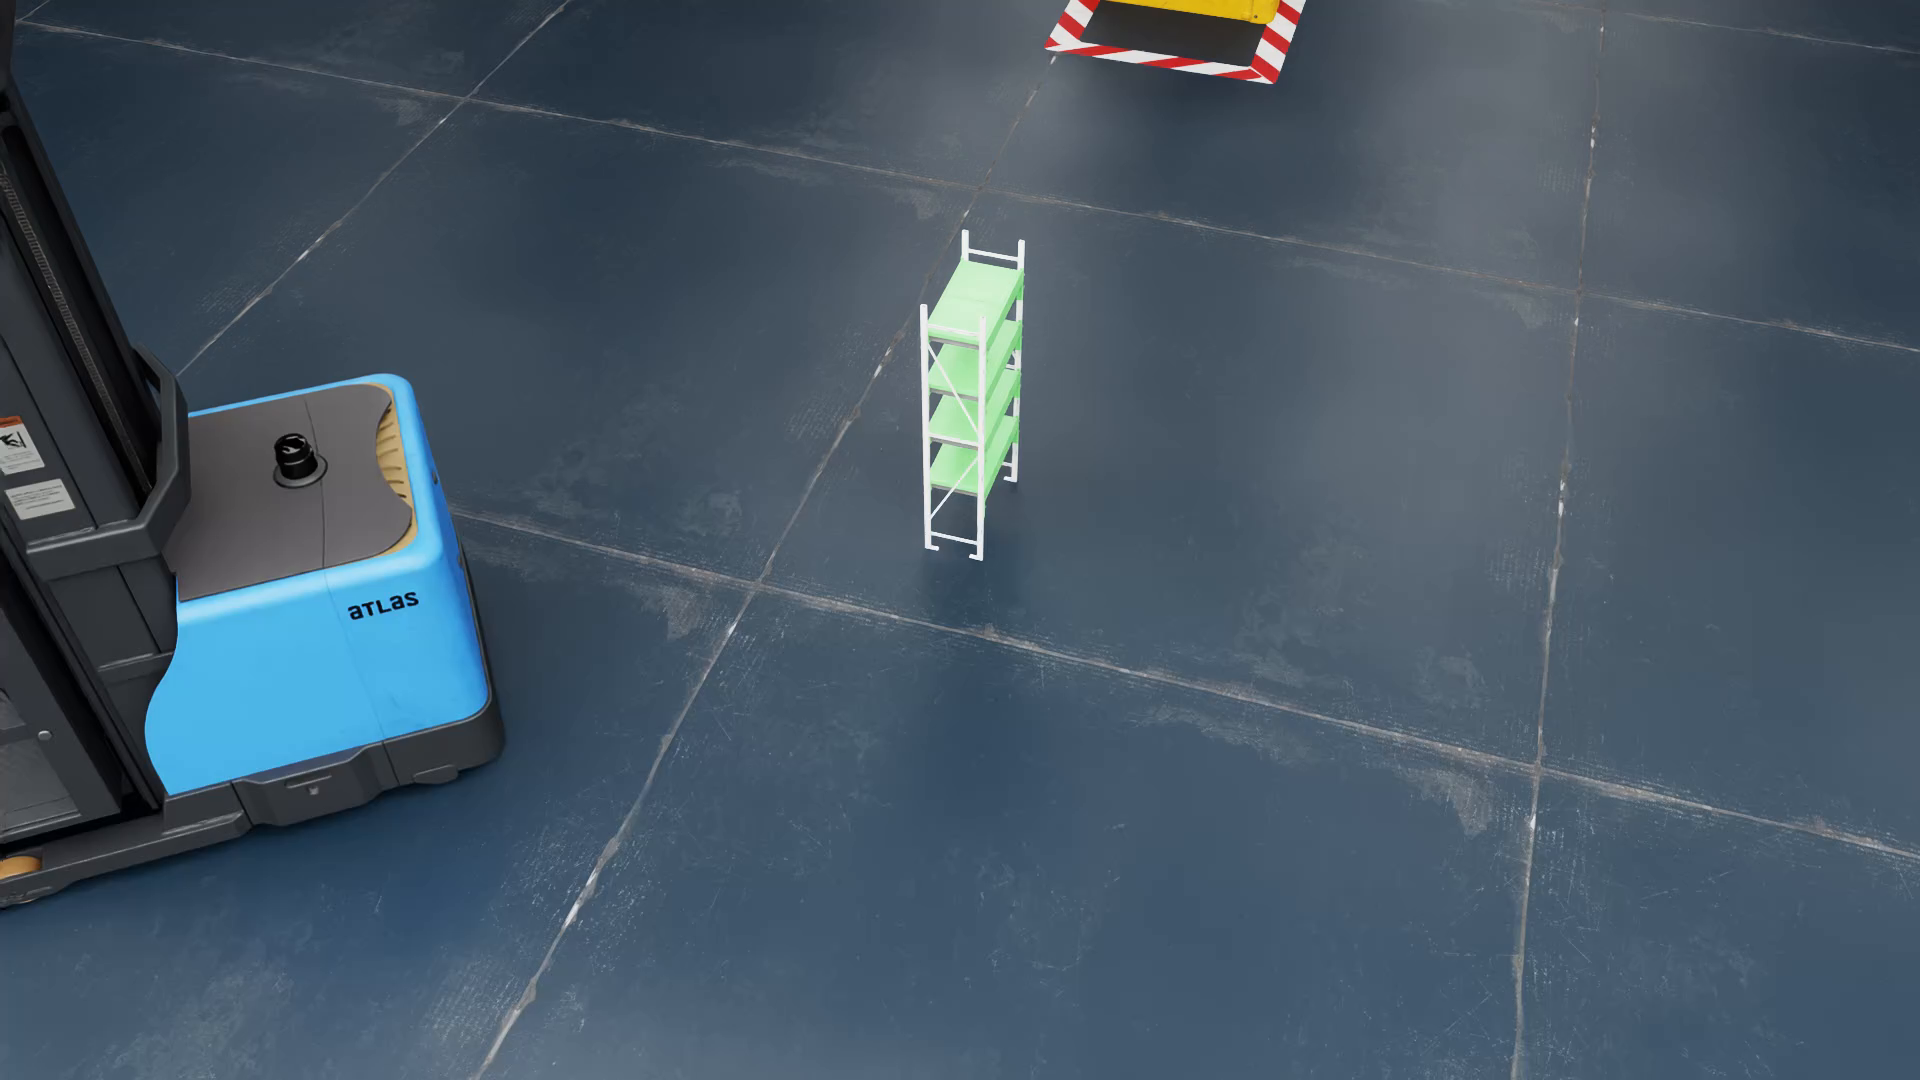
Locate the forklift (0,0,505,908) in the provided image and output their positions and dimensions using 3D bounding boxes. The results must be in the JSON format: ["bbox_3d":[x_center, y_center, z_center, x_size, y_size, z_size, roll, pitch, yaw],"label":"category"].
[{"bbox_3d":[-3.191,-0.216,4.875,3.031,2.935,1.130,-14,46,-14],"label":"forklift"}]

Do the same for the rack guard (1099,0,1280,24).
[{"bbox_3d":[1.341,-3.473,9.942,1.175,0.500,0.348,13,46,13],"label":"rack guard"}]

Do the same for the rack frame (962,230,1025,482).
[{"bbox_3d":[0.124,-0.702,6.609,0.240,1.200,0.015,13,46,12],"label":"rack frame"}]

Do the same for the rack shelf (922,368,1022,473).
[{"bbox_3d":[0.050,-0.494,6.488,0.258,0.148,0.480,13,46,12],"label":"rack shelf"}]

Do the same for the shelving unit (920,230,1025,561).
[{"bbox_3d":[0.050,-0.539,6.443,0.258,1.200,0.503,13,46,12],"label":"shelving unit"}]

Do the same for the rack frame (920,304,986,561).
[{"bbox_3d":[-0.024,-0.377,6.277,0.240,1.200,0.015,13,46,12],"label":"rack frame"}]

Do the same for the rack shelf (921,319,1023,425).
[{"bbox_3d":[0.050,-0.665,6.320,0.258,0.148,0.480,13,46,12],"label":"rack shelf"}]

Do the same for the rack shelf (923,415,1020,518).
[{"bbox_3d":[0.050,-0.322,6.656,0.258,0.148,0.480,13,46,12],"label":"rack shelf"}]

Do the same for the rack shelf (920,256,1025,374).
[{"bbox_3d":[0.050,-0.837,6.152,0.258,0.148,0.480,13,46,12],"label":"rack shelf"}]
